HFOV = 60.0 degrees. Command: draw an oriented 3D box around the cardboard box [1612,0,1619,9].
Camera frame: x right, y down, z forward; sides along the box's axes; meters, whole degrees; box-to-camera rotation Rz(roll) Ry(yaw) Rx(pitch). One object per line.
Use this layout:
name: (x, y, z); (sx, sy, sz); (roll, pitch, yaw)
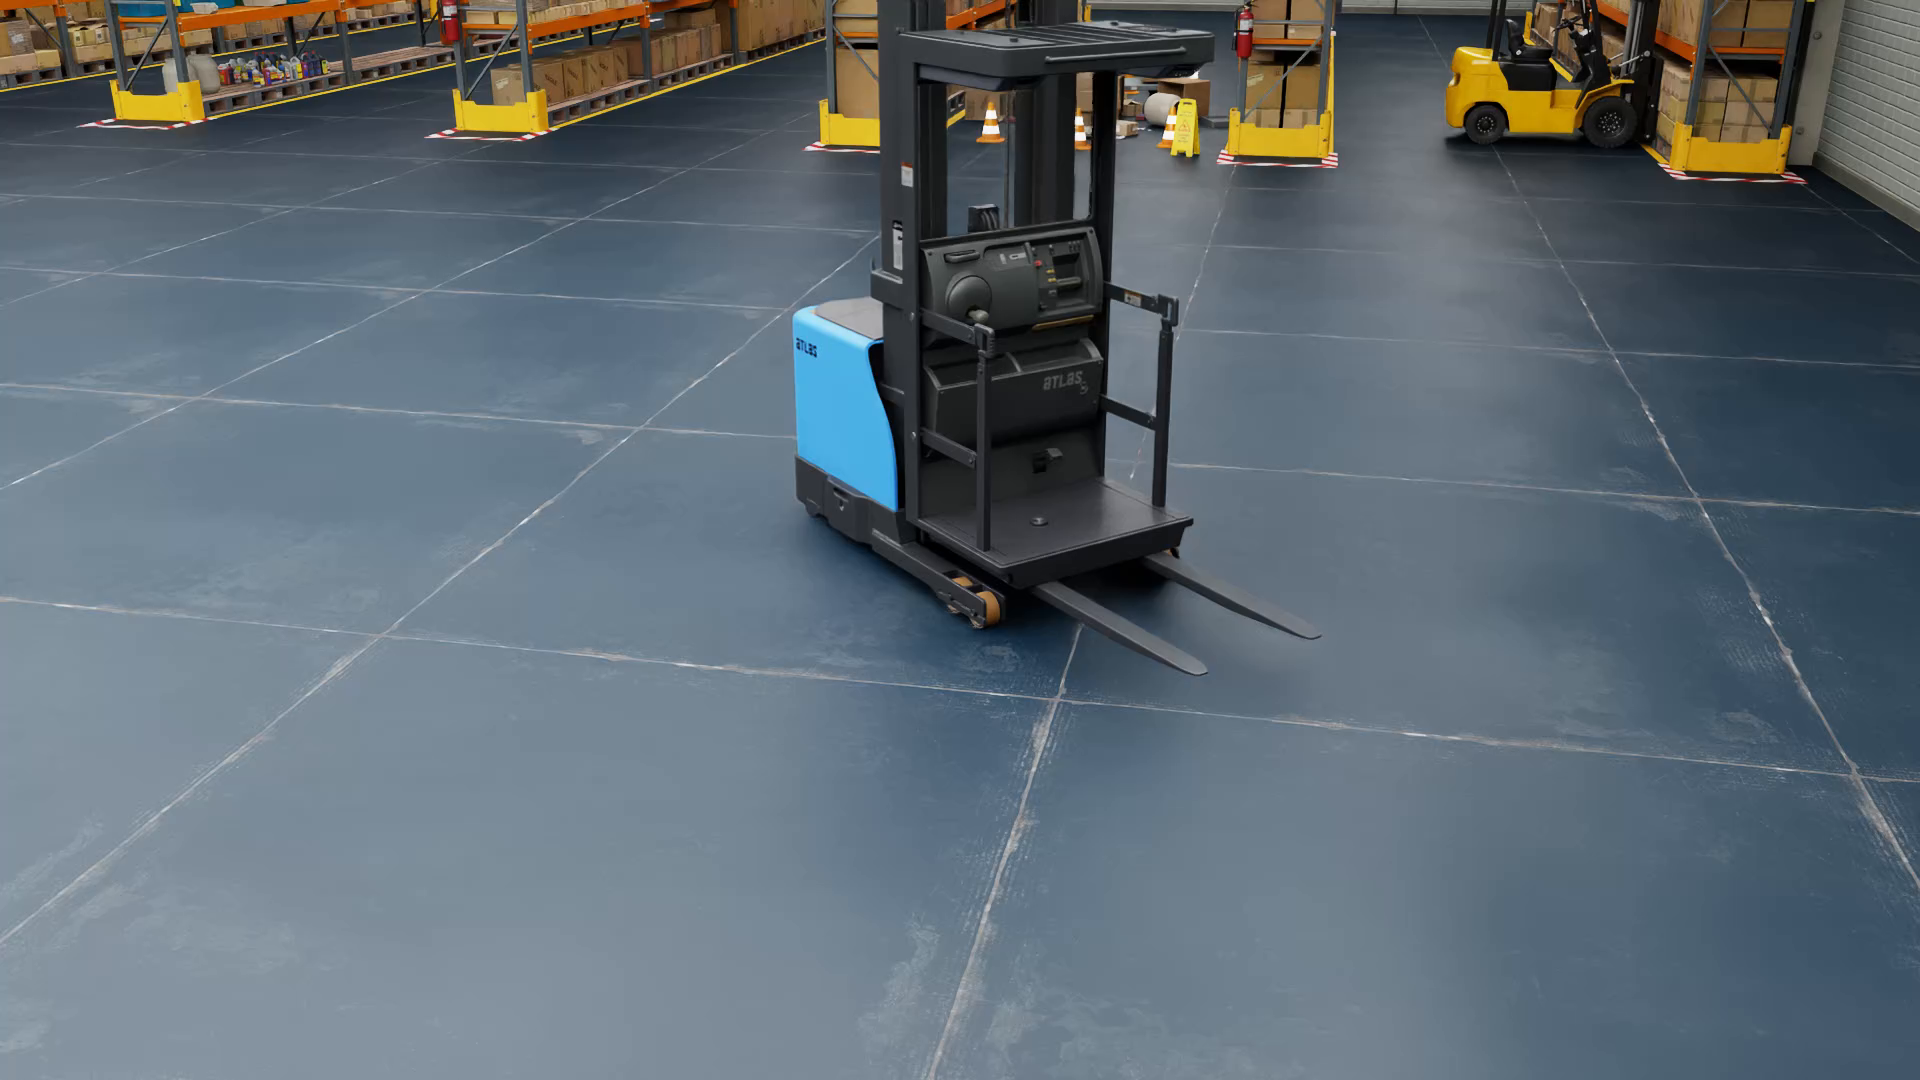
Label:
cardboard box: (9.602, -7.712, 23.688); (0.500, 0.250, 0.500); (5, 23, 13)

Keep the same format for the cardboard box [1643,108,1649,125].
cardboard box: (8.705, -5.232, 20.448); (0.500, 0.250, 0.500); (5, 23, 13)

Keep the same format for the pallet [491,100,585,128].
pallet: (-5.733, -5.723, 22.281); (1.003, 0.211, 1.213); (4, 22, 11)

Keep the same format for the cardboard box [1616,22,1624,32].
cardboard box: (10.709, -8.183, 26.572); (0.380, 0.149, 0.250); (5, 22, 12)

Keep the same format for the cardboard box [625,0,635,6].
cardboard box: (-4.949, -7.849, 24.163); (0.380, 0.149, 0.250); (4, 22, 11)

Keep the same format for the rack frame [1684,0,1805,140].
rack frame: (8.613, -5.562, 18.148); (1.000, 3.000, 0.127); (4, 22, 11)

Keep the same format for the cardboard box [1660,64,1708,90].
cardboard box: (8.593, -5.509, 19.798); (0.500, 0.250, 0.500); (5, 22, 12)

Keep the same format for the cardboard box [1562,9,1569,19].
cardboard box: (10.728, -9.176, 29.037); (0.380, 0.149, 0.250); (6, 23, 13)

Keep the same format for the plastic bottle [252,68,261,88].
plastic bottle: (-10.123, -6.649, 23.912); (0.097, 0.271, 0.097); (0, 22, 0)

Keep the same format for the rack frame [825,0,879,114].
rack frame: (-1.114, -6.279, 19.929); (1.000, 3.000, 0.127); (4, 22, 11)

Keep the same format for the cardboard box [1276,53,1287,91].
cardboard box: (3.874, -5.894, 21.087); (0.500, 0.500, 0.500); (4, 22, 10)

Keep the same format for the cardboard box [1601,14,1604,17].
cardboard box: (11.179, -8.944, 28.461); (0.380, 0.149, 0.250); (5, 22, 11)

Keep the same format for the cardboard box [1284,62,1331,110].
cardboard box: (4.192, -5.489, 20.081); (0.500, 0.500, 0.500); (4, 22, 9)

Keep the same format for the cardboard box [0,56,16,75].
cardboard box: (-14.910, -7.281, 25.534); (0.500, 0.250, 0.500); (4, 22, 11)

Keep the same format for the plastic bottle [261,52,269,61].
plastic bottle: (-10.552, -7.246, 25.288); (0.144, 0.351, 0.185); (5, 22, 12)

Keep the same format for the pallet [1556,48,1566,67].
pallet: (10.932, -8.356, 28.820); (1.003, 0.211, 1.213); (4, 22, 11)

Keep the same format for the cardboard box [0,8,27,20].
cardboard box: (-18.585, -10.209, 32.003); (0.750, 0.750, 0.750); (4, 22, 10)

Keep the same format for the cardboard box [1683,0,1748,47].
cardboard box: (8.456, -5.808, 18.626); (0.500, 0.500, 0.500); (4, 22, 10)

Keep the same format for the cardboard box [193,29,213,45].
cardboard box: (-13.882, -9.085, 30.014); (0.500, 0.250, 0.500); (5, 22, 12)

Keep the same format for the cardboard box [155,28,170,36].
cardboard box: (-14.085, -8.971, 28.980); (0.500, 0.311, 0.500); (4, 22, 11)

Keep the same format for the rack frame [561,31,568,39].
rack frame: (-8.349, -11.460, 32.794); (1.000, 3.000, 0.127); (4, 22, 11)

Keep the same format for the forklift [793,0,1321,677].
forklift: (0.369, -1.168, 7.330); (1.130, 2.935, 3.031); (-14, 26, -31)

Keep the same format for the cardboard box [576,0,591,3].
cardboard box: (-5.567, -7.631, 22.754); (0.875, 0.500, 0.500); (4, 22, 11)

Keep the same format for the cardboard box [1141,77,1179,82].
cardboard box: (2.820, -6.718, 23.351); (0.500, 0.500, 0.500); (4, 22, 11)

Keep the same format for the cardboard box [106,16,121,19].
cardboard box: (-14.613, -9.008, 29.072); (0.500, 0.311, 0.500); (4, 22, 9)

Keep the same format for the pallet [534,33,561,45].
pallet: (-8.547, -9.888, 32.622); (1.003, 0.211, 1.213); (4, 22, 11)

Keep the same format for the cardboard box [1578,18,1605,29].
cardboard box: (10.396, -8.506, 27.375); (0.380, 0.149, 0.250); (3, 22, 8)

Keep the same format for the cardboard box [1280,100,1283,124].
cardboard box: (3.768, -5.363, 20.773); (0.500, 0.250, 0.500); (5, 22, 11)

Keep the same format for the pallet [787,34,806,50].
pallet: (-3.584, -9.501, 31.663); (1.003, 0.211, 1.213); (4, 22, 11)

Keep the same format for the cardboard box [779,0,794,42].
cardboard box: (-3.793, -9.730, 30.779); (1.225, 0.875, 0.875); (4, 22, 9)

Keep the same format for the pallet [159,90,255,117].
pallet: (-10.657, -6.106, 23.233); (1.003, 0.211, 1.213); (4, 22, 11)

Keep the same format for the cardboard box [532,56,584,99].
cardboard box: (-5.570, -6.405, 23.026); (0.500, 0.500, 0.500); (7, 23, 16)

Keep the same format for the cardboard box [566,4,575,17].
cardboard box: (-5.409, -7.121, 22.357); (0.380, 0.149, 0.250); (4, 22, 11)

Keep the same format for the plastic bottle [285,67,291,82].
plastic bottle: (-9.970, -6.890, 24.604); (0.097, 0.201, 0.097); (0, 22, 0)

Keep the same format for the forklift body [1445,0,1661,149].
forklift body: (7.214, -6.001, 20.374); (2.313, 2.155, 1.214); (4, 22, 11)

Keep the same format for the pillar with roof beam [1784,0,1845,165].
pillar with roof beam: (5.423, -8.859, 18.304); (9.100, 9.000, 0.400); (4, 22, 11)

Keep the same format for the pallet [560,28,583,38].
pallet: (-8.237, -10.439, 33.990); (1.003, 0.211, 1.213); (4, 22, 11)

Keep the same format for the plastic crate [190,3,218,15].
plastic crate: (-10.300, -7.252, 22.698); (0.298, 0.136, 0.250); (4, 22, 11)

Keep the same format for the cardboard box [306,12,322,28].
cardboard box: (-13.127, -10.501, 33.170); (0.500, 0.500, 0.500); (5, 22, 11)

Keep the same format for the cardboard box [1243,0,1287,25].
cardboard box: (3.594, -6.343, 19.555); (0.500, 0.500, 0.500); (4, 22, 10)

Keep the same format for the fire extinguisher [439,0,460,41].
fire extinguisher: (-6.423, -6.651, 20.957); (0.296, 0.674, 0.183); (4, 22, 11)

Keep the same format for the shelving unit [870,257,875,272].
shelving unit: (-0.204, -0.966, 9.145); (0.503, 1.200, 0.258); (-13, 25, -30)

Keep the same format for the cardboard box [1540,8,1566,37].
cardboard box: (11.242, -9.737, 31.298); (0.500, 0.500, 0.500); (5, 22, 12)

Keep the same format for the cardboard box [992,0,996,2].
cardboard box: (0.280, -8.327, 24.882); (0.500, 0.500, 0.500); (4, 22, 11)

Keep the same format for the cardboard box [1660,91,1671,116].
cardboard box: (8.519, -5.097, 19.444); (0.500, 0.250, 0.500); (4, 22, 10)

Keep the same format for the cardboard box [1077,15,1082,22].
cardboard box: (2.294, -10.693, 34.142); (0.380, 0.149, 0.250); (5, 23, 13)

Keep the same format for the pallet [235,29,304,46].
pallet: (-13.573, -9.798, 32.399); (1.003, 0.211, 1.213); (4, 22, 11)

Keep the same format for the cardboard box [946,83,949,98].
cardboard box: (-0.675, -6.397, 22.503); (0.875, 0.875, 0.875); (5, 22, 11)

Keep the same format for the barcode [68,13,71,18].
barcode: (-14.370, -8.465, 26.829); (0.001, 0.075, 0.075); (4, 22, 11)

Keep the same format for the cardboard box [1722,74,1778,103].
cardboard box: (8.896, -5.106, 18.797); (0.500, 0.250, 0.500); (4, 22, 10)

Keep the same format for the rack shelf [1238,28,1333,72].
rack shelf: (4.161, -6.336, 21.035); (1.077, 0.370, 4.000); (4, 22, 11)

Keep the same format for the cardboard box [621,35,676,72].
cardboard box: (-4.871, -7.597, 25.960); (0.700, 0.500, 0.500); (4, 22, 11)

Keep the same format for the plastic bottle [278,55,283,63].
plastic bottle: (-10.410, -7.267, 25.430); (0.061, 0.283, 0.133); (4, 22, 11)

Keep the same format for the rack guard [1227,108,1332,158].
rack guard: (3.768, -4.807, 19.620); (1.175, 0.500, 0.348); (4, 22, 11)

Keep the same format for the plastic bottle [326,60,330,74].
plastic bottle: (-9.750, -7.284, 25.582); (0.097, 0.201, 0.097); (0, 22, 0)

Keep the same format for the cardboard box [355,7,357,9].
cardboard box: (-13.206, -11.300, 35.407); (0.500, 0.311, 0.500); (4, 22, 11)
